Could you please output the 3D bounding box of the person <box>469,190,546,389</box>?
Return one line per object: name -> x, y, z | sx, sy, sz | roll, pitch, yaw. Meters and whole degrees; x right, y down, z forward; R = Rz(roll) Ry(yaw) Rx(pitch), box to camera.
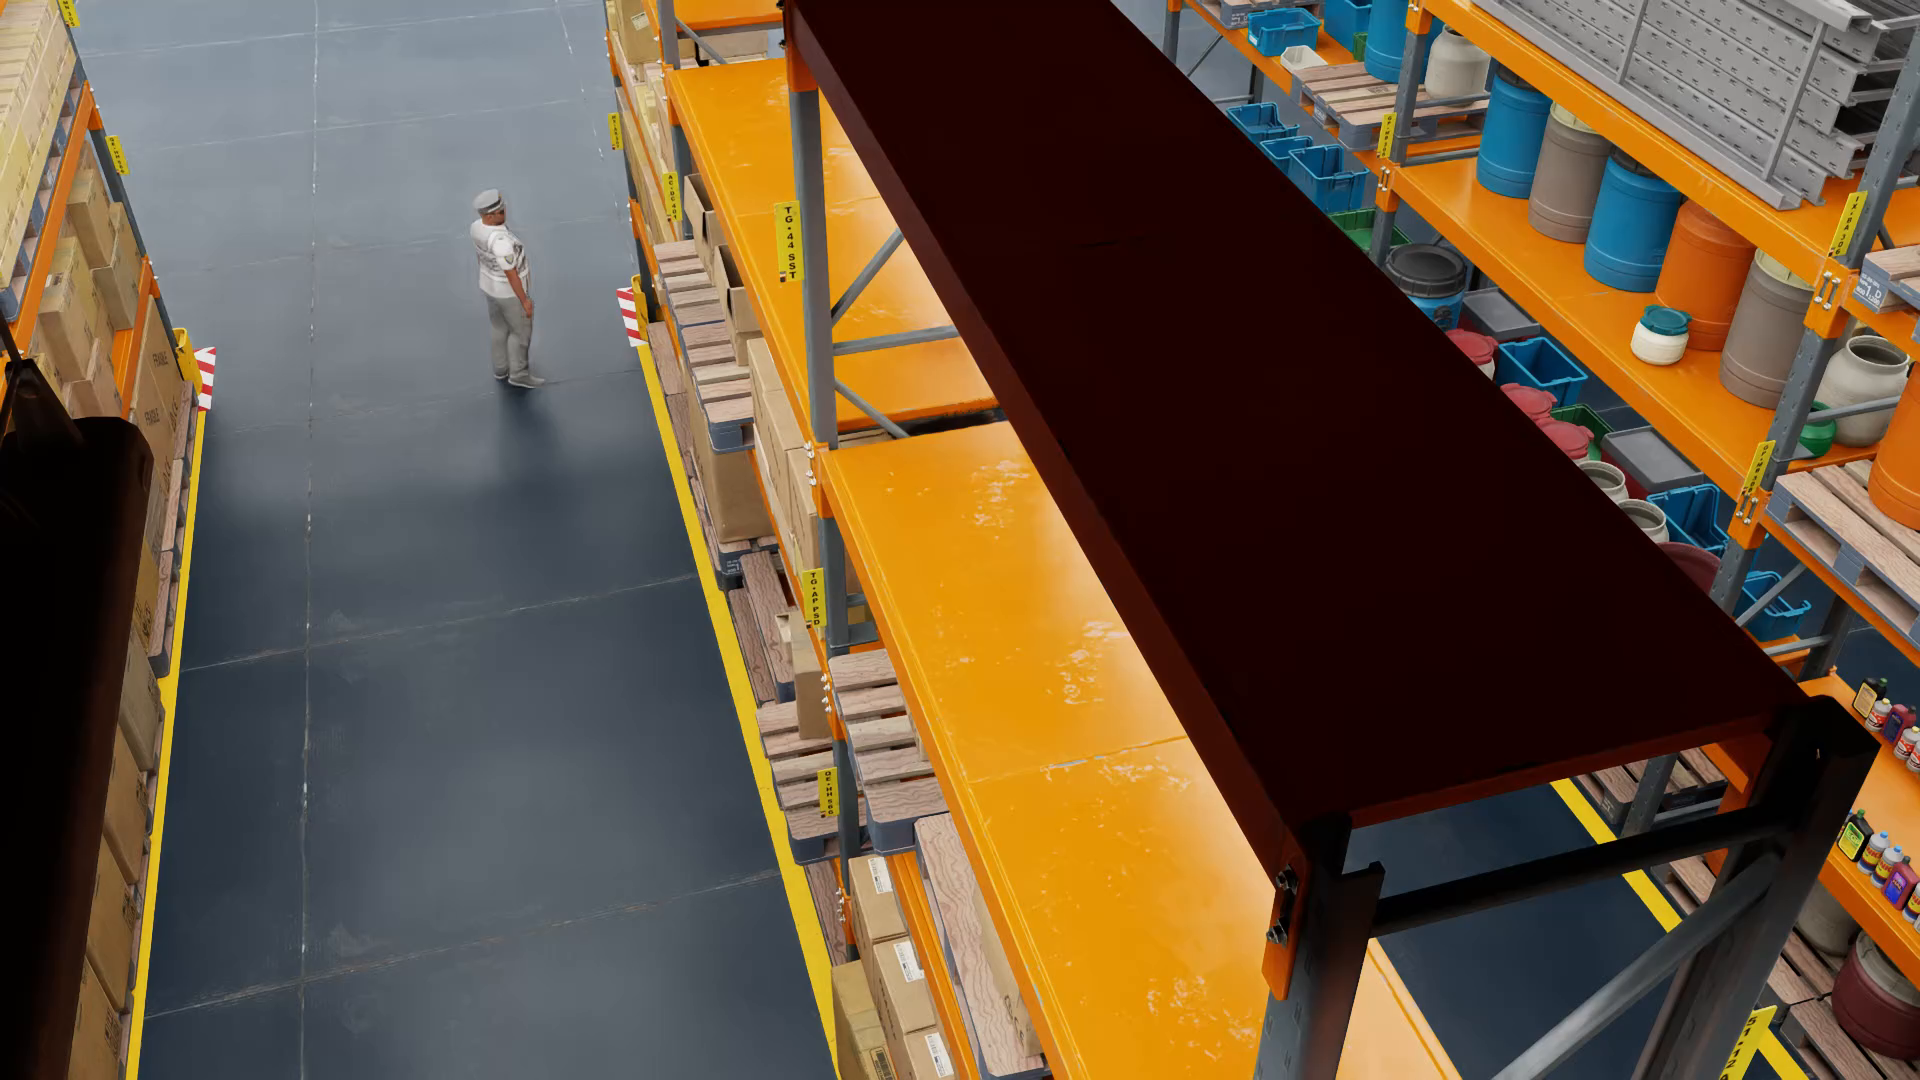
person -> -3.858, -2.122, 14.110 | 0.414, 1.802, 0.669 | -31, 48, -33
